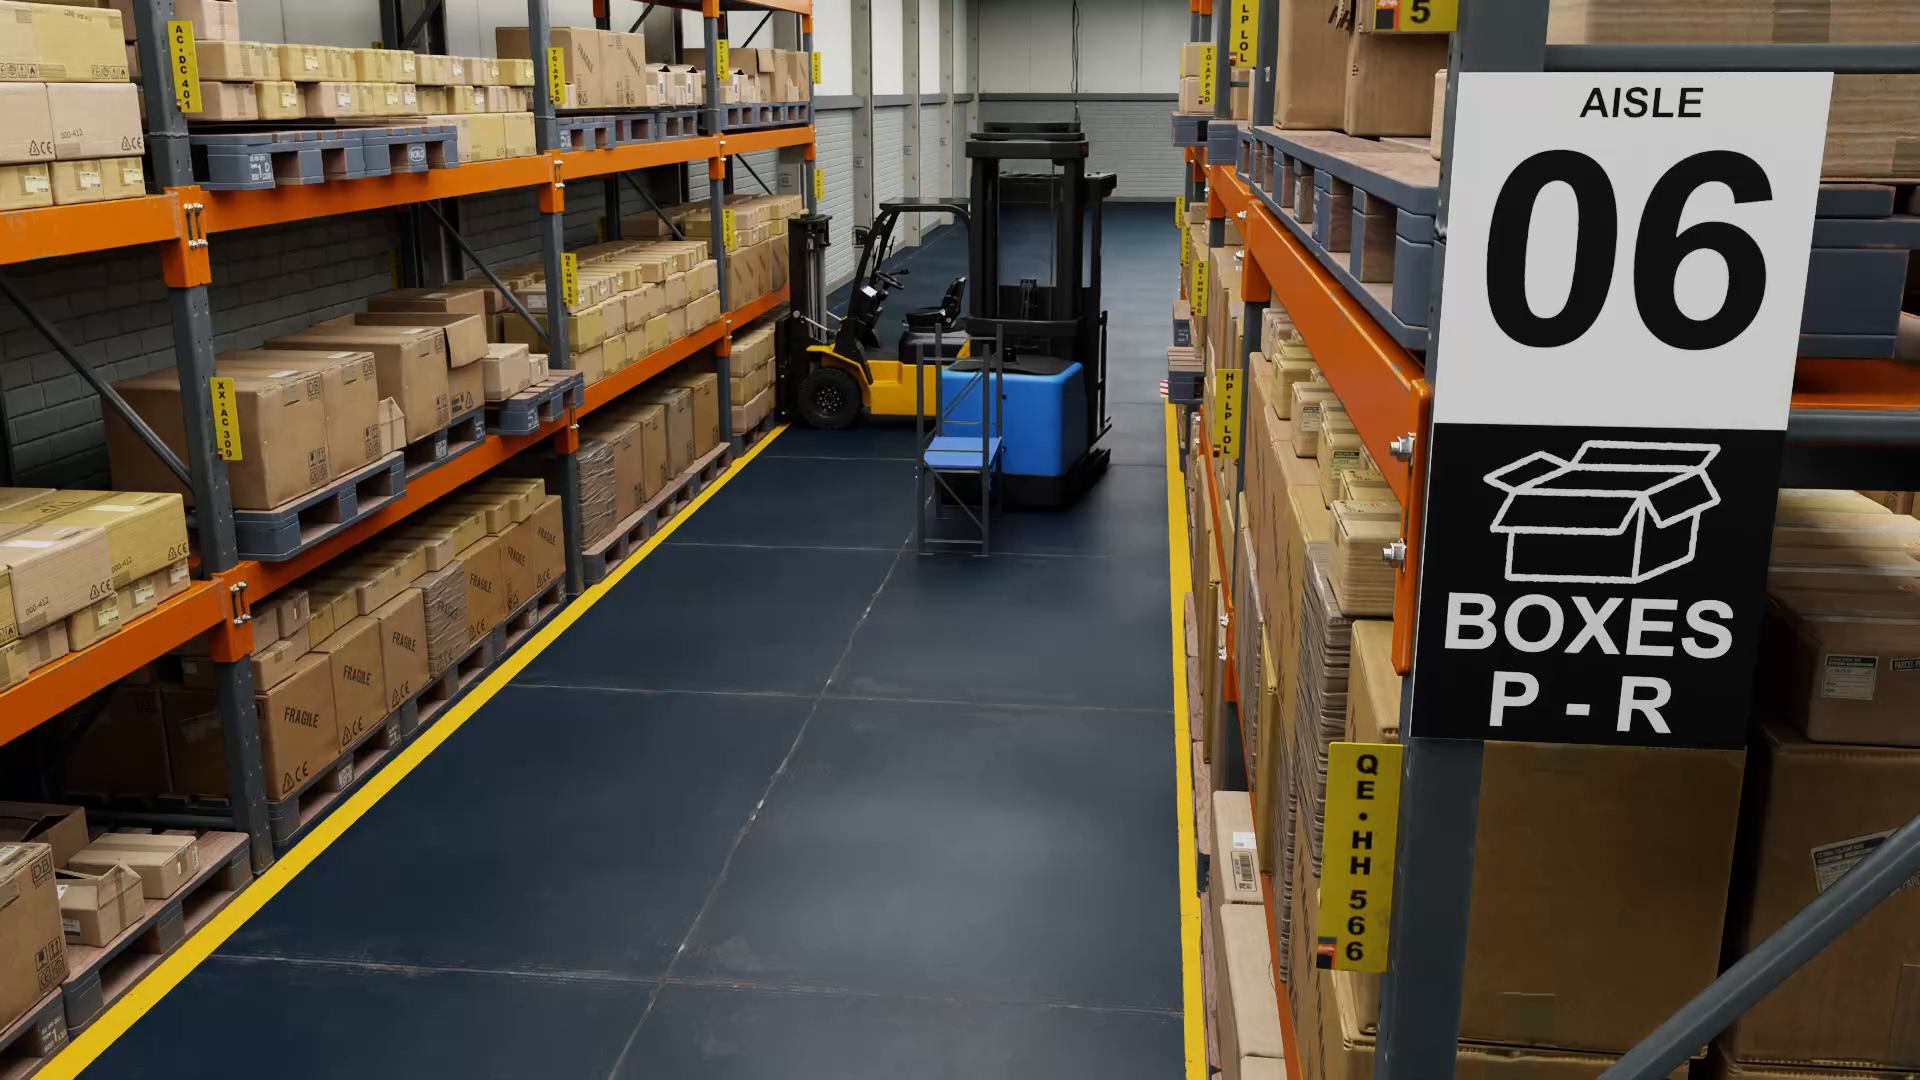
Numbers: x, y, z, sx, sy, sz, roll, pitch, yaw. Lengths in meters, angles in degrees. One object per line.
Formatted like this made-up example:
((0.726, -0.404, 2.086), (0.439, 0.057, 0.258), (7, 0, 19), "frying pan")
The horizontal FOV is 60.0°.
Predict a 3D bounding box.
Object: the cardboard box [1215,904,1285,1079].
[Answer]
((1.239, 1.502, 4.965), (0.875, 0.438, 0.875), (1, 15, 5), "cardboard box")

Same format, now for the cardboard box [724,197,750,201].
((-2.391, -3.470, 17.244), (0.380, 0.149, 0.250), (2, 15, 7), "cardboard box")

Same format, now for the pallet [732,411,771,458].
((-2.382, -1.003, 15.467), (1.003, 0.211, 1.213), (2, 15, 6), "pallet")

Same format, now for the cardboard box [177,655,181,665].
((-3.636, 0.449, 7.496), (0.380, 0.149, 0.250), (2, 15, 6), "cardboard box")

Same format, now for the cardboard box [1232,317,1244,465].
((1.318, -0.578, 6.447), (0.500, 0.500, 0.500), (2, 15, 8), "cardboard box")

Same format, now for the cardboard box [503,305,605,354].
((-2.647, -1.383, 10.859), (0.500, 0.250, 0.500), (2, 15, 6), "cardboard box")

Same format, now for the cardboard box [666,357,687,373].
((-2.650, -1.636, 15.012), (0.500, 0.250, 0.500), (2, 15, 7), "cardboard box")

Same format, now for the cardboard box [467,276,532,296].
((-3.120, -1.695, 11.250), (0.380, 0.149, 0.250), (2, 15, 6), "cardboard box")

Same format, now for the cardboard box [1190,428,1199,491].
((2.285, -0.611, 12.903), (0.950, 0.372, 0.625), (3, 15, 10), "cardboard box")

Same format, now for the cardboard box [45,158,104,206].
((-3.193, -1.231, 5.702), (0.380, 0.149, 0.250), (2, 15, 6), "cardboard box")

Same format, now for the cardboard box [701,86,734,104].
((-2.161, -3.829, 14.316), (0.380, 0.149, 0.250), (2, 15, 7), "cardboard box")

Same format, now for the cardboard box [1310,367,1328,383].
((1.129, -0.361, 4.401), (0.380, 0.149, 0.250), (2, 15, 6), "cardboard box")

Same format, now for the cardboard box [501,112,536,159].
((-2.781, -2.342, 9.618), (0.500, 0.250, 0.500), (1, 15, 4), "cardboard box")

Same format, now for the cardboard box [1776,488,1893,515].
((1.494, -0.018, 3.131), (0.380, 0.149, 0.250), (1, 15, 4), "cardboard box")

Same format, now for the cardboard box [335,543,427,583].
((-3.024, 0.125, 8.695), (0.380, 0.149, 0.250), (2, 15, 6), "cardboard box")

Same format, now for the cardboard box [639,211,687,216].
((-2.725, -2.941, 15.286), (0.380, 0.149, 0.250), (1, 15, 5), "cardboard box")

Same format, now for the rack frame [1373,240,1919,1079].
((1.065, 1.113, 2.298), (1.000, 3.000, 0.127), (2, 15, 6), "rack frame")

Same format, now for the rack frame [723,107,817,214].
((-2.062, -3.182, 18.182), (1.000, 3.000, 0.127), (2, 15, 6), "rack frame")

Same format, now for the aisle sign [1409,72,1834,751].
((0.749, -0.132, 1.923), (0.394, 0.787, 0.004), (2, 15, 6), "aisle sign")

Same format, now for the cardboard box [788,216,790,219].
((-1.951, -3.248, 16.994), (0.380, 0.149, 0.250), (2, 15, 6), "cardboard box")

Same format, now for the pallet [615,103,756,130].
((-2.442, -3.771, 14.786), (1.003, 0.211, 1.213), (2, 15, 6), "pallet")

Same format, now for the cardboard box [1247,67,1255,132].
((1.408, -1.767, 6.568), (0.500, 0.311, 0.500), (2, 15, 6), "cardboard box")

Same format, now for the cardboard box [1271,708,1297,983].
((0.977, 0.669, 3.751), (0.500, 0.500, 0.500), (2, 15, 8), "cardboard box")

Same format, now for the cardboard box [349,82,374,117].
((-2.874, -1.978, 7.469), (0.380, 0.149, 0.250), (2, 15, 6), "cardboard box")

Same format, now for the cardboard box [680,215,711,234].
((-2.260, -2.794, 14.745), (0.380, 0.149, 0.250), (2, 15, 7), "cardboard box")

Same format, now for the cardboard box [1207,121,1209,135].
((2.152, -3.417, 13.786), (0.380, 0.149, 0.250), (2, 15, 7), "cardboard box")

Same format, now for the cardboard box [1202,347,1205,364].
((1.730, -1.207, 10.554), (0.380, 0.149, 0.250), (2, 15, 7), "cardboard box")

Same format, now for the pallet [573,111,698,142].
((-2.600, -3.271, 13.131), (0.805, 0.209, 1.217), (1, 15, 4), "pallet")

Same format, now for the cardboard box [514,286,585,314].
((-2.636, -1.542, 10.684), (0.380, 0.149, 0.250), (2, 15, 8), "cardboard box")

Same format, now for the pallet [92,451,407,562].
((-3.217, -0.181, 7.451), (1.003, 0.211, 1.213), (2, 15, 6), "pallet")

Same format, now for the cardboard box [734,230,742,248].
((-2.186, -2.716, 15.026), (0.380, 0.149, 0.250), (2, 15, 6), "cardboard box")

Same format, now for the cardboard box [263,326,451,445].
((-2.992, -0.777, 8.293), (0.700, 0.500, 0.500), (2, 15, 6), "cardboard box")

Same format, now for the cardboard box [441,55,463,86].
((-2.829, -2.449, 8.681), (0.380, 0.149, 0.250), (1, 15, 5), "cardboard box")

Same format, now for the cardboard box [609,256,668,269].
((-2.446, -2.078, 12.667), (0.380, 0.149, 0.250), (2, 15, 7), "cardboard box")

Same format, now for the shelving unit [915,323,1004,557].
((0.010, -0.746, 12.048), (0.538, 1.500, 1.048), (2, 15, 6), "shelving unit")

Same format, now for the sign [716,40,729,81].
((-1.973, -3.980, 13.795), (0.100, 0.325, 0.005), (2, 15, 6), "sign")

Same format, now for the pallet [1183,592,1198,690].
((1.804, 0.587, 9.587), (1.003, 0.211, 1.213), (2, 15, 6), "pallet")

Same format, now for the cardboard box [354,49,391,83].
((-2.869, -2.191, 7.689), (0.380, 0.149, 0.250), (2, 15, 7), "cardboard box")

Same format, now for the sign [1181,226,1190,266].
((1.879, -2.431, 13.747), (0.100, 0.325, 0.005), (2, 15, 6), "sign")

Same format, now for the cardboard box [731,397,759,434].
((-2.129, -1.135, 15.077), (0.500, 0.250, 0.500), (2, 15, 7), "cardboard box")

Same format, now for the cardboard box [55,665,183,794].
((-3.654, 0.799, 7.446), (0.500, 0.500, 0.500), (2, 15, 6), "cardboard box")

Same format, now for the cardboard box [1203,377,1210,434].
((1.663, -0.770, 9.549), (0.500, 0.250, 0.500), (1, 15, 5), "cardboard box")

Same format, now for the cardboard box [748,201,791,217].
((-1.913, -3.321, 16.692), (0.380, 0.149, 0.250), (2, 15, 8), "cardboard box")

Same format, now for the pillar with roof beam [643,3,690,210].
((1.242, -5.797, 16.360), (9.100, 9.000, 0.400), (2, 15, 6), "pillar with roof beam")

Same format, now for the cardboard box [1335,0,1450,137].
((1.397, -1.322, 4.365), (0.797, 0.503, 0.637), (3, 15, 11), "cardboard box")

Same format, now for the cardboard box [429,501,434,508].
((-3.389, -0.222, 9.977), (0.380, 0.149, 0.250), (2, 15, 8), "cardboard box")

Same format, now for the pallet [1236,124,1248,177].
((1.825, -1.860, 7.908), (1.003, 0.211, 1.213), (2, 15, 9), "pallet")

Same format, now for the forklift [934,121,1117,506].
((0.684, -2.017, 14.006), (1.130, 2.935, 3.031), (4, 16, 15), "forklift")

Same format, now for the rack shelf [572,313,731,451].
((-2.739, -1.278, 12.521), (1.077, 0.370, 4.000), (2, 15, 6), "rack shelf")

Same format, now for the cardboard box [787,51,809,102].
((-1.869, -4.807, 17.258), (0.500, 0.500, 0.500), (2, 15, 8), "cardboard box")

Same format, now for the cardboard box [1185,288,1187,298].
((2.316, -2.367, 15.650), (0.380, 0.149, 0.250), (2, 15, 7), "cardboard box")

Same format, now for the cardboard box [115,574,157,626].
((-3.209, 0.210, 6.119), (0.380, 0.149, 0.250), (2, 15, 8), "cardboard box")

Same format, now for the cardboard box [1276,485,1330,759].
((0.972, 0.186, 3.621), (0.500, 0.500, 0.500), (2, 15, 6), "cardboard box")

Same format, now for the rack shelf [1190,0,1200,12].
((2.645, -5.065, 15.038), (1.077, 0.370, 4.000), (2, 15, 6), "rack shelf")

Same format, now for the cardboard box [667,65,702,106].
((-2.352, -3.605, 13.177), (0.500, 0.311, 0.500), (1, 15, 4), "cardboard box")

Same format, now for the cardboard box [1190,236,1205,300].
((1.909, -1.889, 11.836), (0.500, 0.500, 0.500), (1, 15, 4), "cardboard box")

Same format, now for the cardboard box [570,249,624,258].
((-2.885, -2.221, 13.195), (0.380, 0.149, 0.250), (2, 15, 6), "cardboard box")
